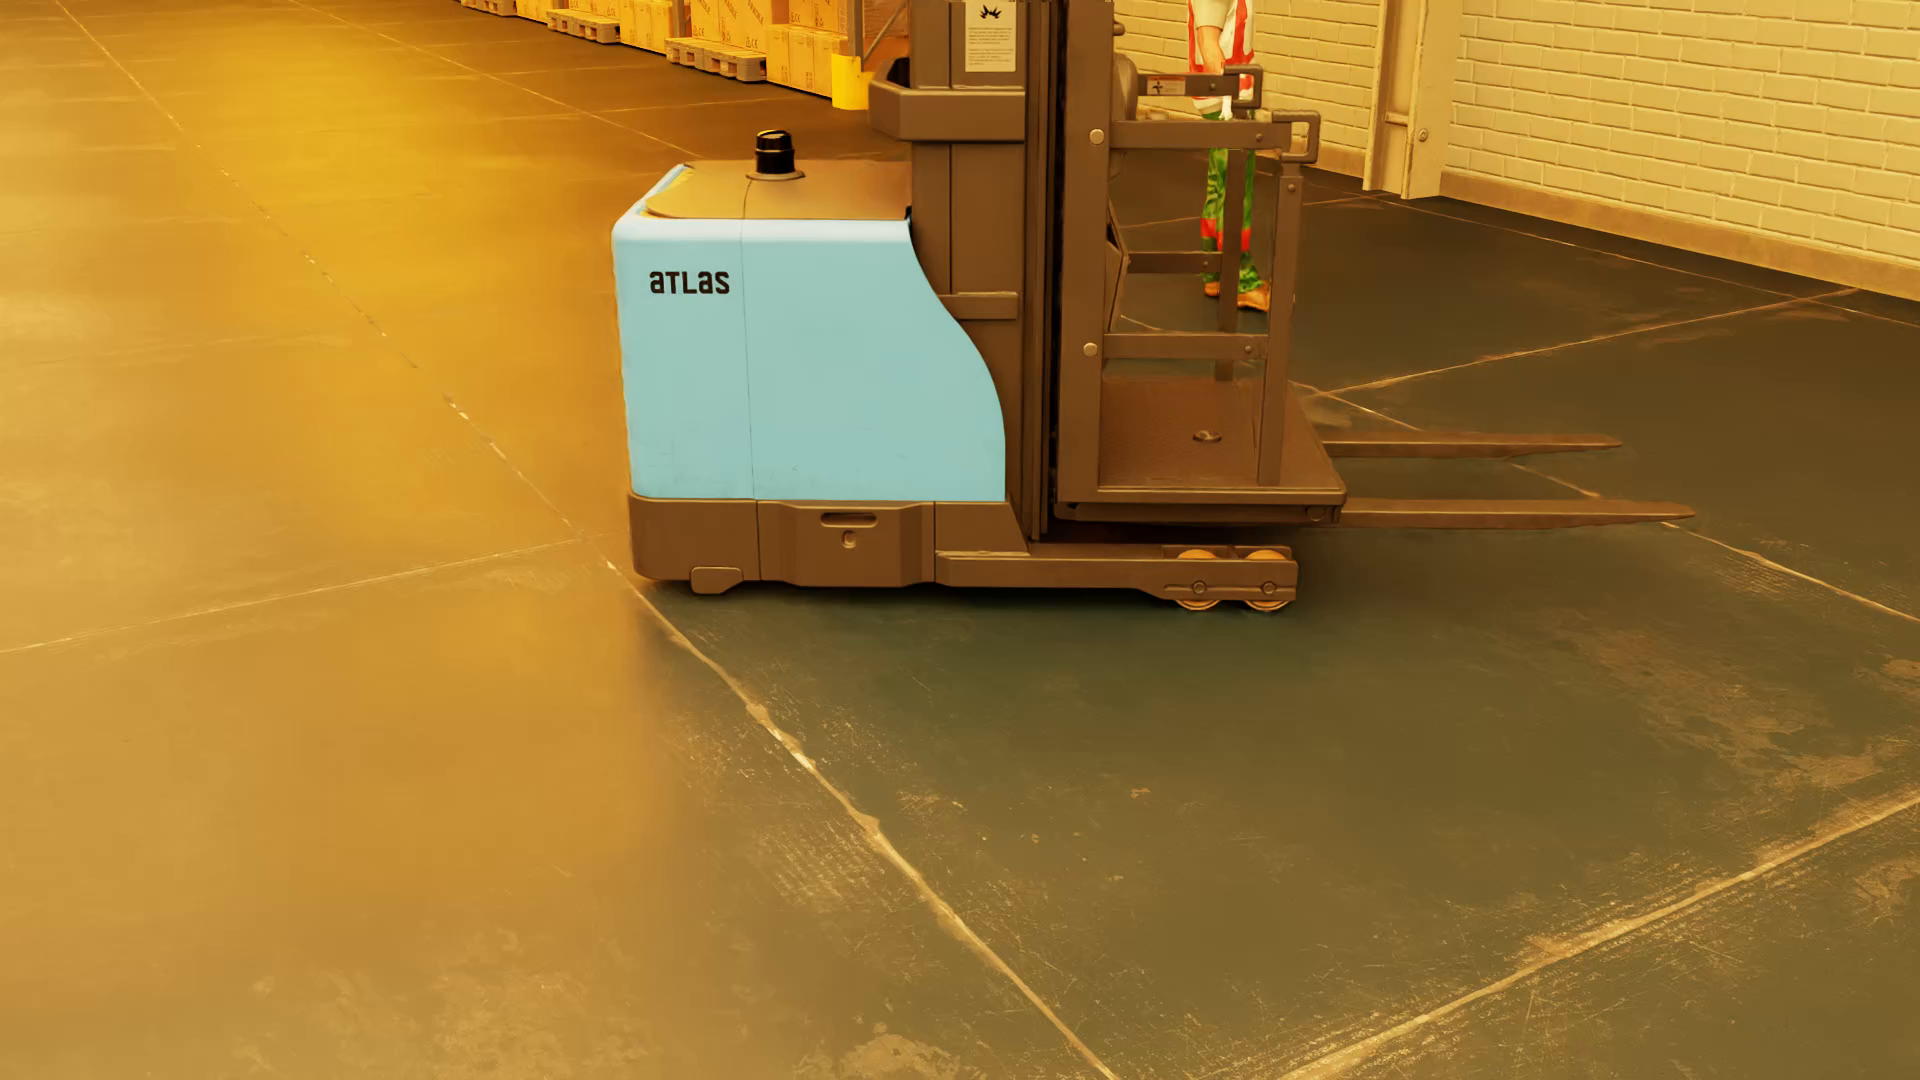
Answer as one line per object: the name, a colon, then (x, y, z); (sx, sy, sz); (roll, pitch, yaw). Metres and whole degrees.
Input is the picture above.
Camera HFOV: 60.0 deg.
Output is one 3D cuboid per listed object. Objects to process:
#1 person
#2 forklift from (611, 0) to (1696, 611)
person: (1.309, -1.998, 7.629); (0.566, 1.786, 0.638); (5, 23, 11)
forklift: (0.588, -1.363, 4.594); (3.031, 2.935, 1.130); (1, 22, 1)
